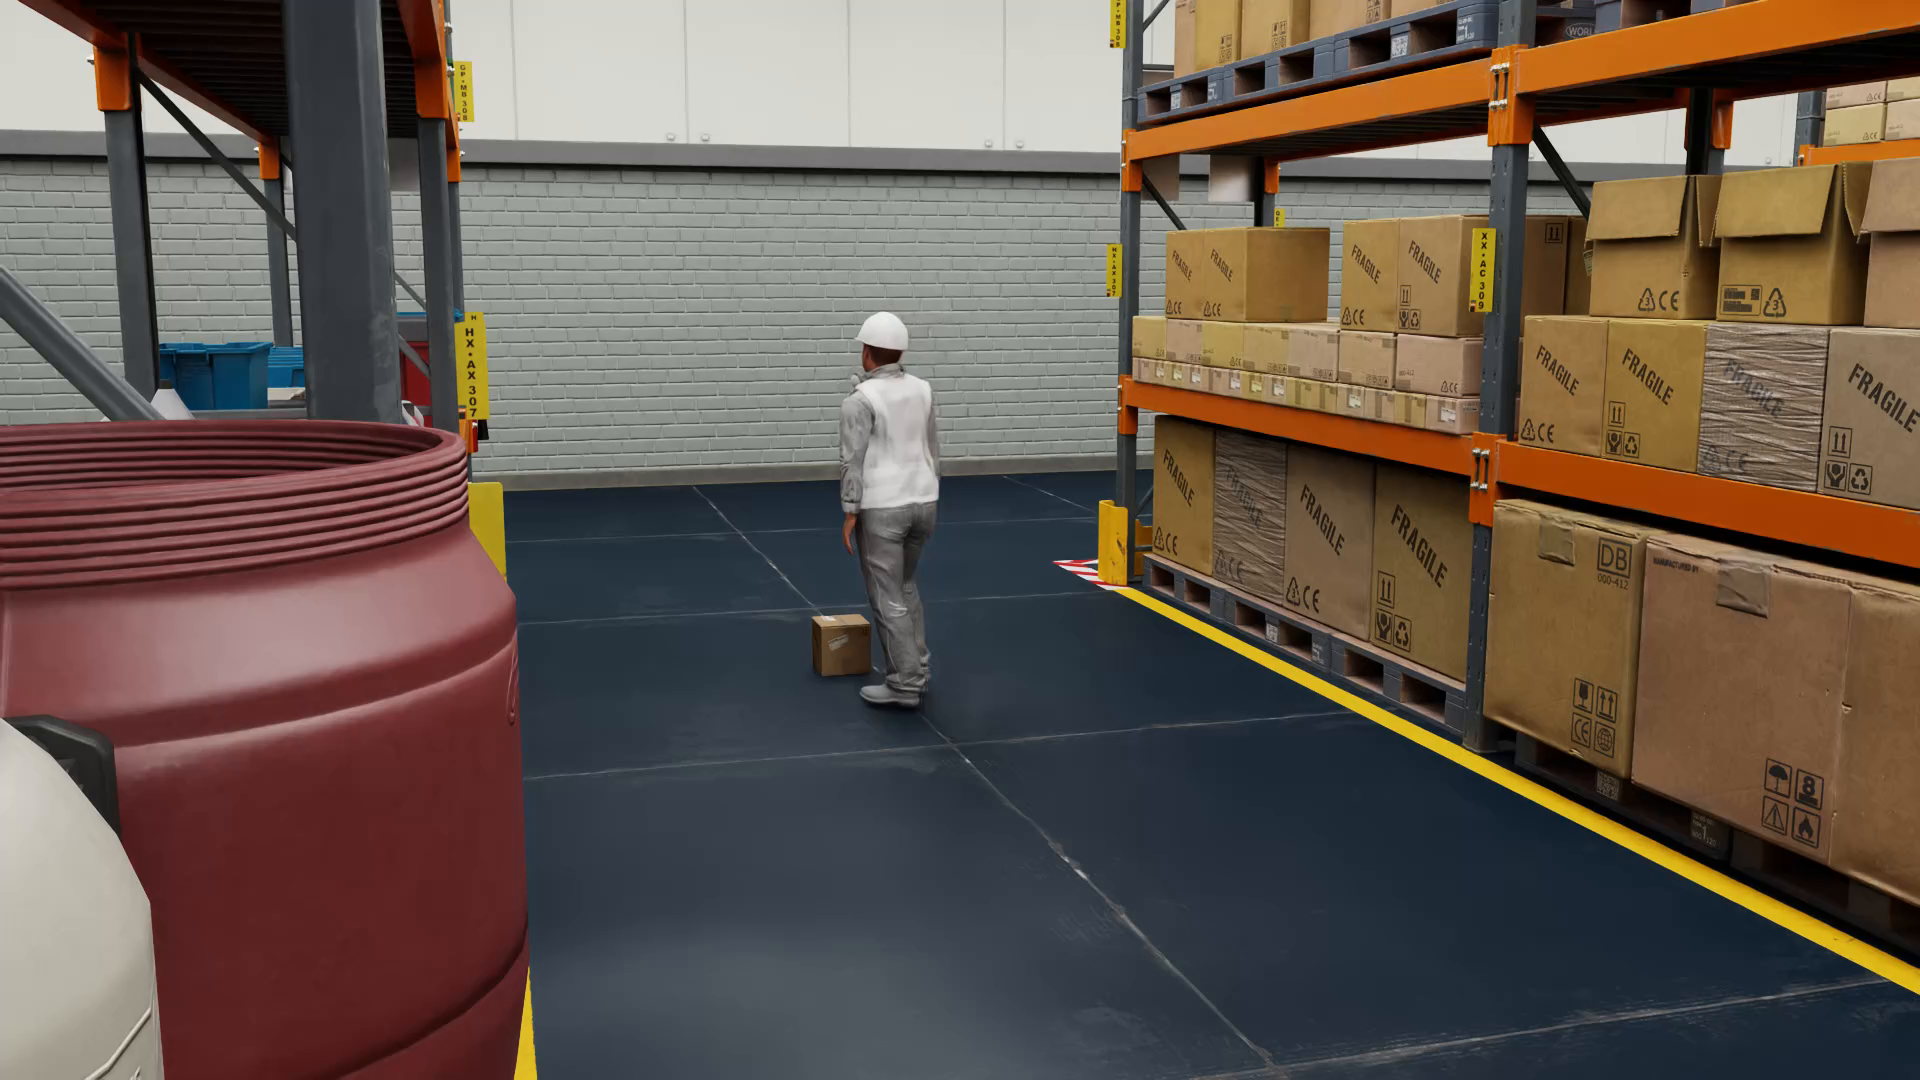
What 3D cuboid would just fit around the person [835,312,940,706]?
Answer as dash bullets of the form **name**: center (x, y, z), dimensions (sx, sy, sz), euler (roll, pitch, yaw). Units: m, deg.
- **person**: center (-0.341, -0.152, 7.618), dimensions (0.559, 1.766, 0.524), euler (-9, 13, -43)
